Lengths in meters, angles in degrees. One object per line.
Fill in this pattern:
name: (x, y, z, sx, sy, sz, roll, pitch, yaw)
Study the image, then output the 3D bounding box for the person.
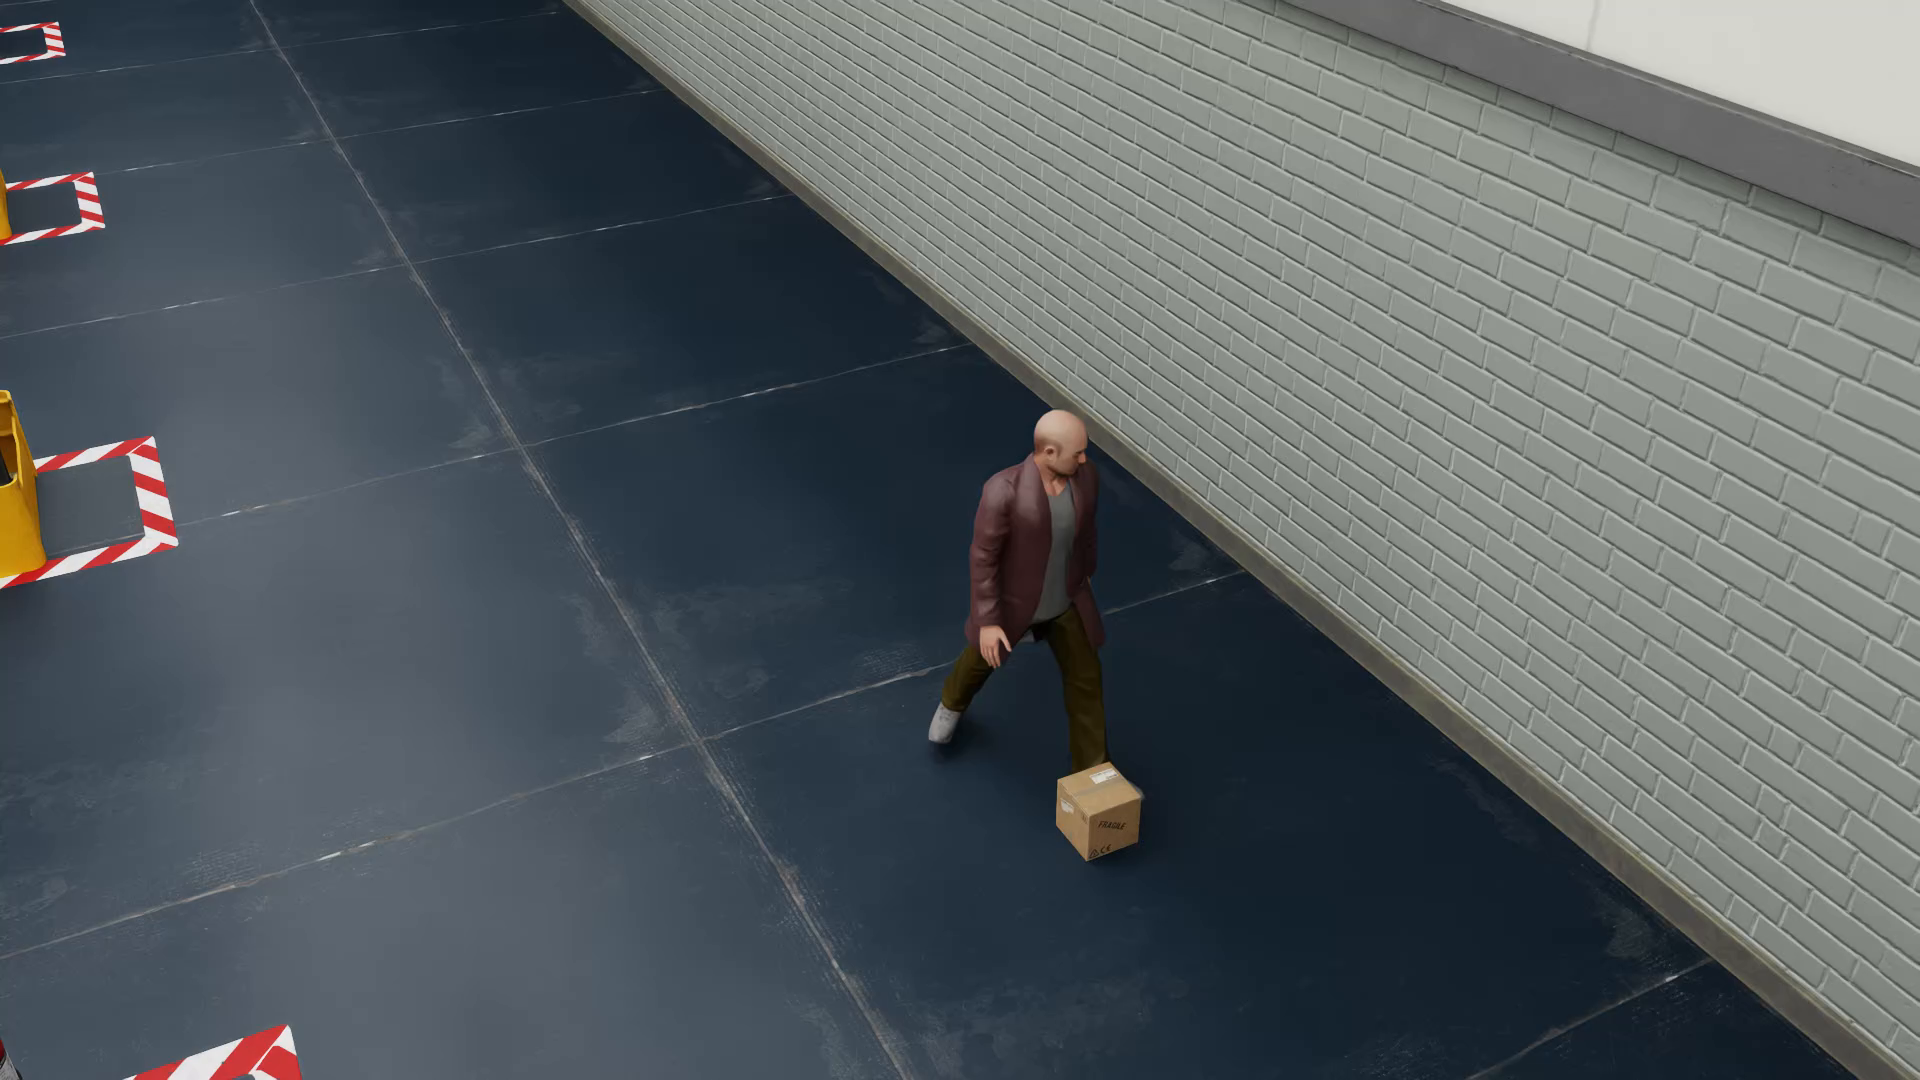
person: (0.283, 0.242, 6.784, 0.705, 1.746, 1.002, -13, 35, -20)
